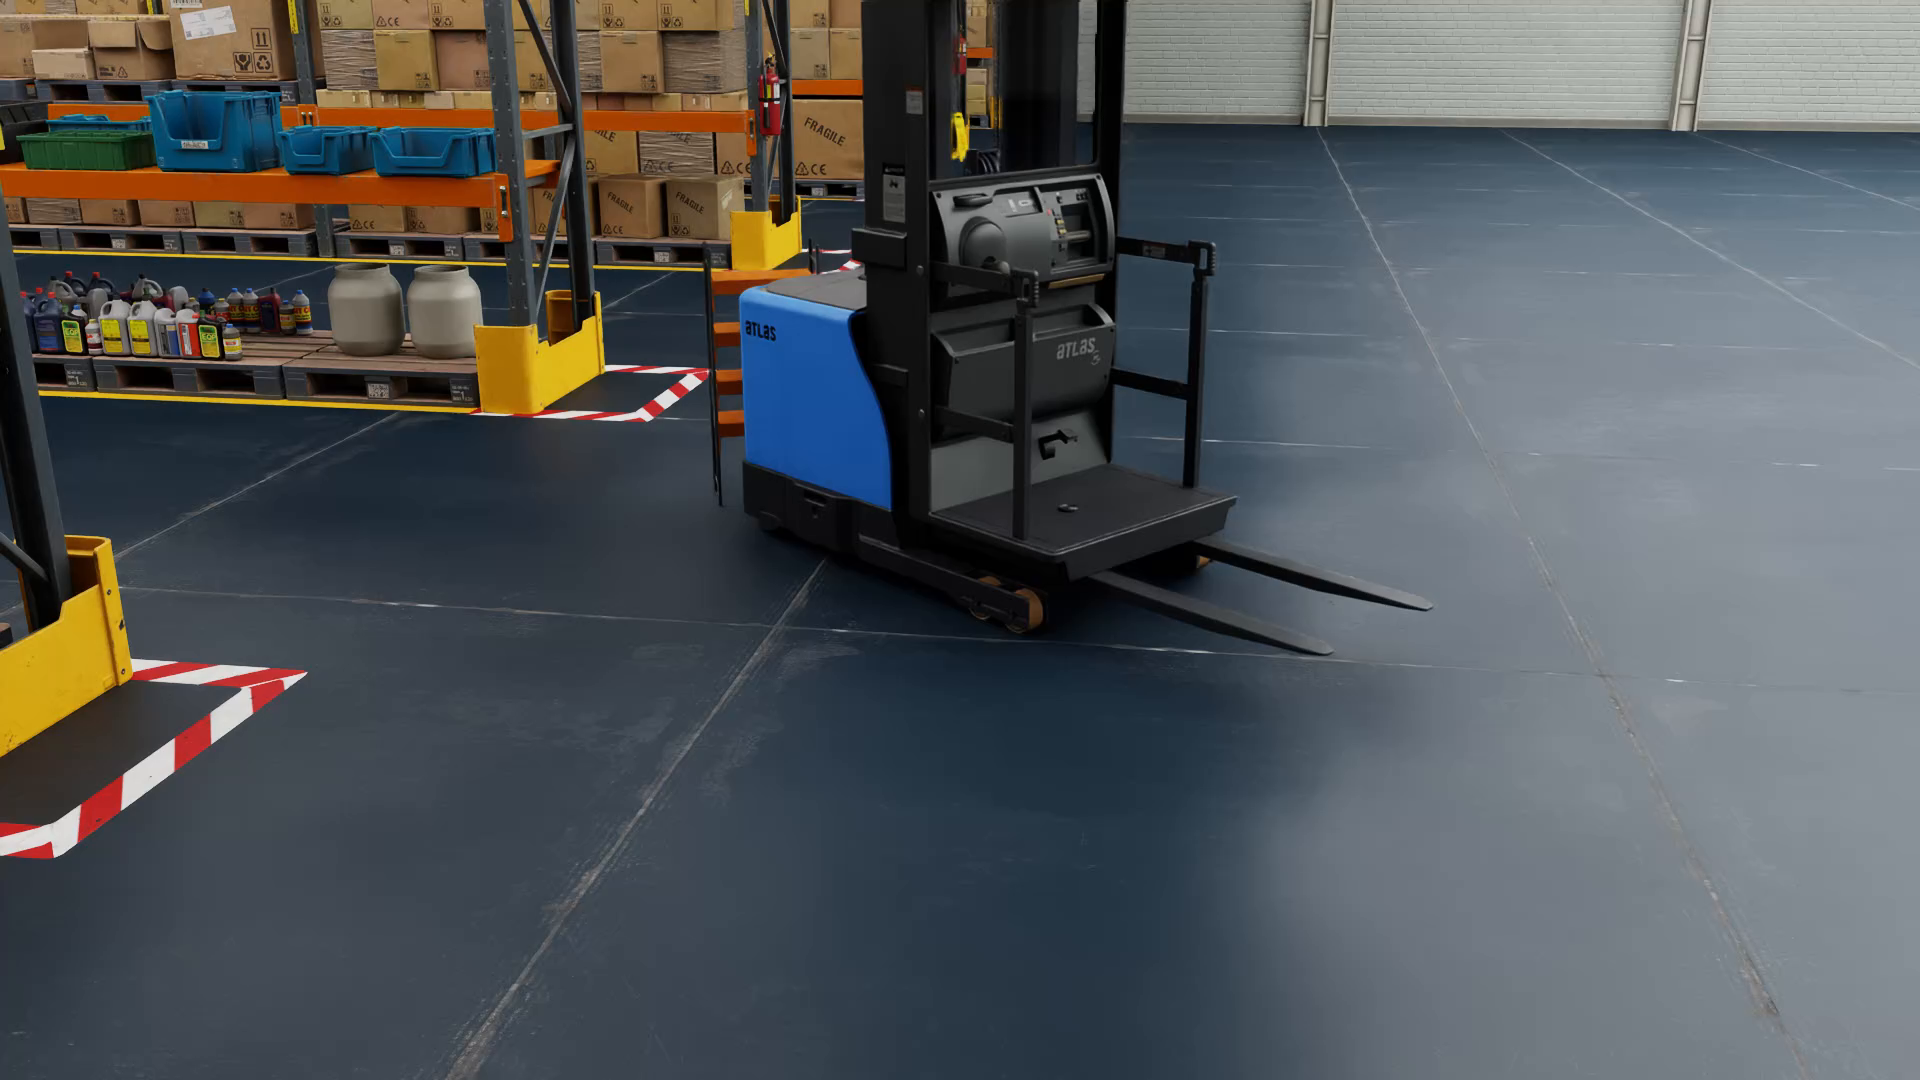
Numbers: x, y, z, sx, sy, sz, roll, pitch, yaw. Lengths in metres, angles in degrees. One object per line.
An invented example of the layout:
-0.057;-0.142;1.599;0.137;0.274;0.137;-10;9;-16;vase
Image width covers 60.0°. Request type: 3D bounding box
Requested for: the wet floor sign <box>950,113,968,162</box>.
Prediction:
-0.028;-5.528;22.807;0.232;0.644;0.267;10;21;27;wet floor sign

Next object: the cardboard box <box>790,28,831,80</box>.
-1.651;-5.530;18.866;0.550;0.550;0.875;3;19;9;cardboard box

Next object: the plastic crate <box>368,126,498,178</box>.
-2.945;-2.194;9.367;0.616;0.251;0.499;3;19;9;plastic crate

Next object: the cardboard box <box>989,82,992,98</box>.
0.306;-7.765;28.668;0.500;0.250;0.500;3;19;10;cardboard box

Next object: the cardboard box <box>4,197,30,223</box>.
-8.852;-3.283;15.634;0.500;0.500;0.700;2;19;6;cardboard box

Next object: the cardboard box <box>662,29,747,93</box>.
-2.157;-4.109;14.231;0.500;0.500;0.875;3;19;9;cardboard box

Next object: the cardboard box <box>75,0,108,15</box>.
-12.904;-8.080;24.991;0.500;0.500;0.500;3;19;8;cardboard box

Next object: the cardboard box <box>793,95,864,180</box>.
-1.411;-4.638;19.125;0.875;0.875;0.875;3;19;9;cardboard box

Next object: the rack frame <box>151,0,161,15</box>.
-11.894;-7.593;25.269;0.127;3.000;1.000;3;19;9;rack frame

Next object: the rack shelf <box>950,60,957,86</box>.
-2.021;-6.749;23.879;4.000;0.370;1.077;3;19;9;rack shelf

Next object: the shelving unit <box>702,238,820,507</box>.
-0.908;-0.779;7.740;0.503;1.200;0.258;-4;19;-13;shelving unit

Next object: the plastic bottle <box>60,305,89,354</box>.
-5.279;-1.253;9.909;0.133;0.283;0.061;4;19;11;plastic bottle

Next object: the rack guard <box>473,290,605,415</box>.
-2.486;-1.137;9.912;0.348;0.500;1.175;3;19;9;rack guard

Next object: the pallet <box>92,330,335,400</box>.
-4.488;-1.104;10.271;1.213;0.211;1.003;3;19;9;pallet

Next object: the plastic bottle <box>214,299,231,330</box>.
-4.679;-1.431;10.568;0.097;0.201;0.097;0;18;0;plastic bottle

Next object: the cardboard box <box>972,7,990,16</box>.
0.351;-8.829;27.784;0.250;0.149;0.380;3;19;9;cardboard box

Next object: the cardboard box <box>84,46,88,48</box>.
-7.827;-4.423;15.345;0.258;0.266;0.396;2;19;7;cardboard box

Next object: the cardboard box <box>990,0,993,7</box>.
0.440;-9.124;28.197;0.250;0.149;0.380;3;19;8;cardboard box

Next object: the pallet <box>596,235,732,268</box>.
-2.489;-2.618;14.795;1.213;0.211;1.003;3;19;9;pallet

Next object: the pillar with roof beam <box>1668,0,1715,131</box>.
11.358;-9.754;22.273;0.400;9.000;9.100;3;19;9;pillar with roof beam

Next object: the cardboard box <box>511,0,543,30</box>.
-3.680;-4.574;14.045;0.500;0.500;0.500;3;19;9;cardboard box

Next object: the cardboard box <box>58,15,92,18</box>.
-10.463;-6.145;19.738;0.250;0.149;0.380;4;19;11;cardboard box

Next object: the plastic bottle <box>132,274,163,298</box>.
-5.163;-1.519;10.596;0.185;0.351;0.144;3;19;8;plastic bottle

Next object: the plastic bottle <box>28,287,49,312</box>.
-5.599;-1.361;10.125;0.185;0.351;0.144;3;19;9;plastic bottle

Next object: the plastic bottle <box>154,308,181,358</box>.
-4.668;-1.233;9.860;0.135;0.276;0.152;2;19;7;plastic bottle

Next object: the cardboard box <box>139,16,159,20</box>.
-9.434;-6.093;19.581;0.250;0.149;0.380;3;19;8;cardboard box

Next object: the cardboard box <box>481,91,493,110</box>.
-3.920;-3.790;14.300;0.250;0.149;0.380;3;19;9;cardboard box

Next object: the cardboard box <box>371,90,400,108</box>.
-4.907;-3.841;14.452;0.250;0.149;0.380;3;19;9;cardboard box

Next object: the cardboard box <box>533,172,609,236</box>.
-3.443;-2.992;14.795;0.500;0.500;0.500;5;19;14;cardboard box

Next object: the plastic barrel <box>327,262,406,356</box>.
-3.560;-1.387;9.979;0.421;0.512;0.421;0;18;0;plastic barrel

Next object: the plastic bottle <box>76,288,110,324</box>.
-5.481;-1.452;10.514;0.135;0.276;0.152;3;19;9;plastic bottle

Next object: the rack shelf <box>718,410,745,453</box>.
-0.908;-0.527;7.824;0.480;0.148;0.258;-4;19;-13;rack shelf

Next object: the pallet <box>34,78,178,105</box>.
-7.556;-4.109;15.160;1.213;0.211;1.003;3;19;9;pallet

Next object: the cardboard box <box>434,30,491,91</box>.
-4.135;-4.203;14.509;0.500;0.500;0.875;3;19;9;cardboard box

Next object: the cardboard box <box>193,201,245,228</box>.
-6.638;-3.177;15.316;0.500;0.500;0.700;3;19;8;cardboard box

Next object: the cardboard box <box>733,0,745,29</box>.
-2.118;-4.660;14.302;0.500;0.500;0.500;3;19;9;cardboard box

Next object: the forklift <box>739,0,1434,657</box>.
0.405;-1.222;6.336;1.130;2.935;3.031;-17;25;-41;forklift

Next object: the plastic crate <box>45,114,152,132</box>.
-5.217;-2.493;10.261;0.616;0.251;0.499;3;19;9;plastic crate

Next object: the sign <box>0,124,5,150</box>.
-3.099;-1.403;5.279;0.005;0.325;0.100;3;19;9;sign

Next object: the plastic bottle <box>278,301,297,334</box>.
-4.246;-1.409;10.502;0.097;0.201;0.097;0;18;0;plastic bottle

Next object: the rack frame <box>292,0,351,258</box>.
-5.567;-4.086;14.787;0.127;3.000;1.000;3;19;9;rack frame

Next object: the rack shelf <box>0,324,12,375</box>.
-5.168;-0.541;5.326;4.000;0.370;1.077;3;19;9;rack shelf

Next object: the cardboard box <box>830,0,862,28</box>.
-1.092;-6.047;18.711;0.550;0.550;0.875;3;19;9;cardboard box

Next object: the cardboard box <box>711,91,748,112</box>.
-1.932;-3.715;14.075;0.250;0.149;0.380;3;19;9;cardboard box

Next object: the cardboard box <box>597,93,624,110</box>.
-2.918;-3.767;14.231;0.250;0.149;0.380;3;19;9;cardboard box
